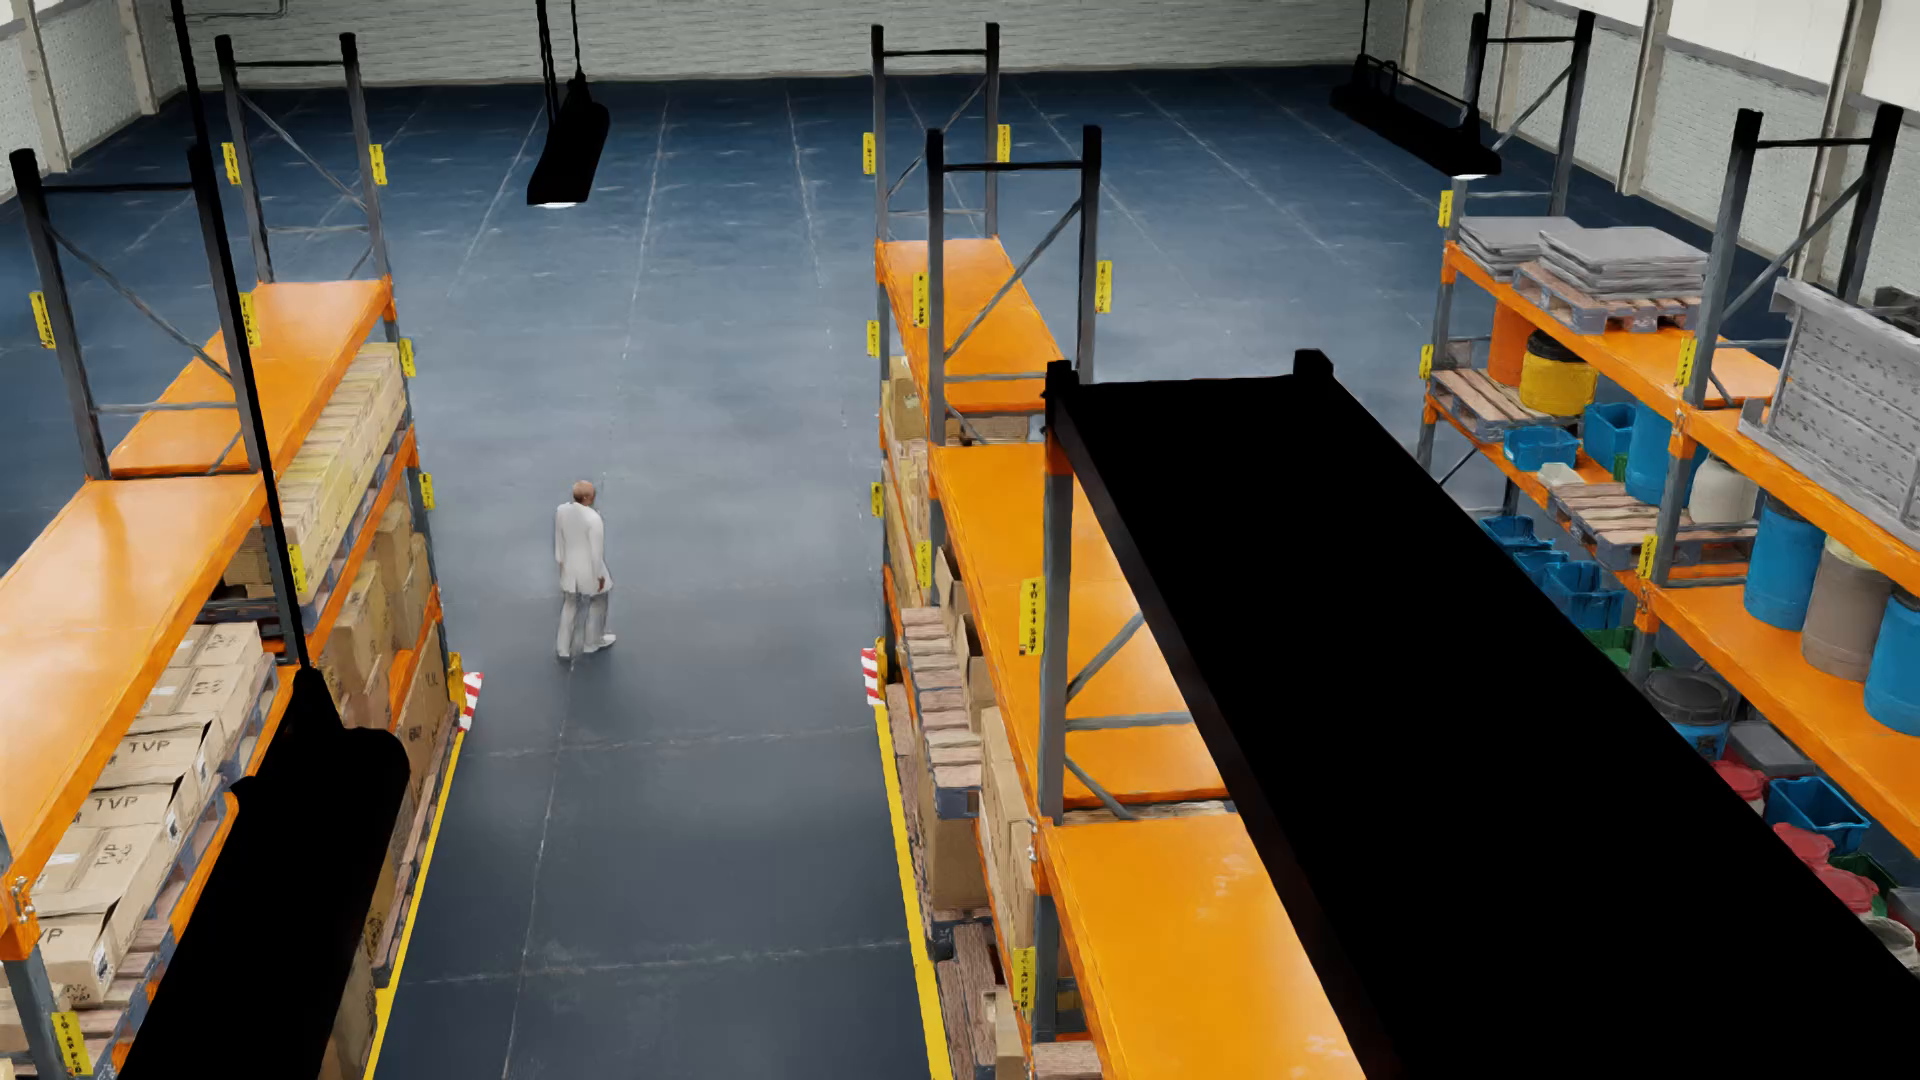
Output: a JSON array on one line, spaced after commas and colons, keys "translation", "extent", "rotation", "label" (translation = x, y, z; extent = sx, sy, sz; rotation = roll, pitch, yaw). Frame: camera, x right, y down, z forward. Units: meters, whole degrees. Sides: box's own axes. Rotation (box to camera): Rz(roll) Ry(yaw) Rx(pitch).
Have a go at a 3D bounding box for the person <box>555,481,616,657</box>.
[{"translation": [-3.648, 0.281, 15.878], "extent": [0.604, 1.765, 0.628], "rotation": [13, 28, 25], "label": "person"}]
